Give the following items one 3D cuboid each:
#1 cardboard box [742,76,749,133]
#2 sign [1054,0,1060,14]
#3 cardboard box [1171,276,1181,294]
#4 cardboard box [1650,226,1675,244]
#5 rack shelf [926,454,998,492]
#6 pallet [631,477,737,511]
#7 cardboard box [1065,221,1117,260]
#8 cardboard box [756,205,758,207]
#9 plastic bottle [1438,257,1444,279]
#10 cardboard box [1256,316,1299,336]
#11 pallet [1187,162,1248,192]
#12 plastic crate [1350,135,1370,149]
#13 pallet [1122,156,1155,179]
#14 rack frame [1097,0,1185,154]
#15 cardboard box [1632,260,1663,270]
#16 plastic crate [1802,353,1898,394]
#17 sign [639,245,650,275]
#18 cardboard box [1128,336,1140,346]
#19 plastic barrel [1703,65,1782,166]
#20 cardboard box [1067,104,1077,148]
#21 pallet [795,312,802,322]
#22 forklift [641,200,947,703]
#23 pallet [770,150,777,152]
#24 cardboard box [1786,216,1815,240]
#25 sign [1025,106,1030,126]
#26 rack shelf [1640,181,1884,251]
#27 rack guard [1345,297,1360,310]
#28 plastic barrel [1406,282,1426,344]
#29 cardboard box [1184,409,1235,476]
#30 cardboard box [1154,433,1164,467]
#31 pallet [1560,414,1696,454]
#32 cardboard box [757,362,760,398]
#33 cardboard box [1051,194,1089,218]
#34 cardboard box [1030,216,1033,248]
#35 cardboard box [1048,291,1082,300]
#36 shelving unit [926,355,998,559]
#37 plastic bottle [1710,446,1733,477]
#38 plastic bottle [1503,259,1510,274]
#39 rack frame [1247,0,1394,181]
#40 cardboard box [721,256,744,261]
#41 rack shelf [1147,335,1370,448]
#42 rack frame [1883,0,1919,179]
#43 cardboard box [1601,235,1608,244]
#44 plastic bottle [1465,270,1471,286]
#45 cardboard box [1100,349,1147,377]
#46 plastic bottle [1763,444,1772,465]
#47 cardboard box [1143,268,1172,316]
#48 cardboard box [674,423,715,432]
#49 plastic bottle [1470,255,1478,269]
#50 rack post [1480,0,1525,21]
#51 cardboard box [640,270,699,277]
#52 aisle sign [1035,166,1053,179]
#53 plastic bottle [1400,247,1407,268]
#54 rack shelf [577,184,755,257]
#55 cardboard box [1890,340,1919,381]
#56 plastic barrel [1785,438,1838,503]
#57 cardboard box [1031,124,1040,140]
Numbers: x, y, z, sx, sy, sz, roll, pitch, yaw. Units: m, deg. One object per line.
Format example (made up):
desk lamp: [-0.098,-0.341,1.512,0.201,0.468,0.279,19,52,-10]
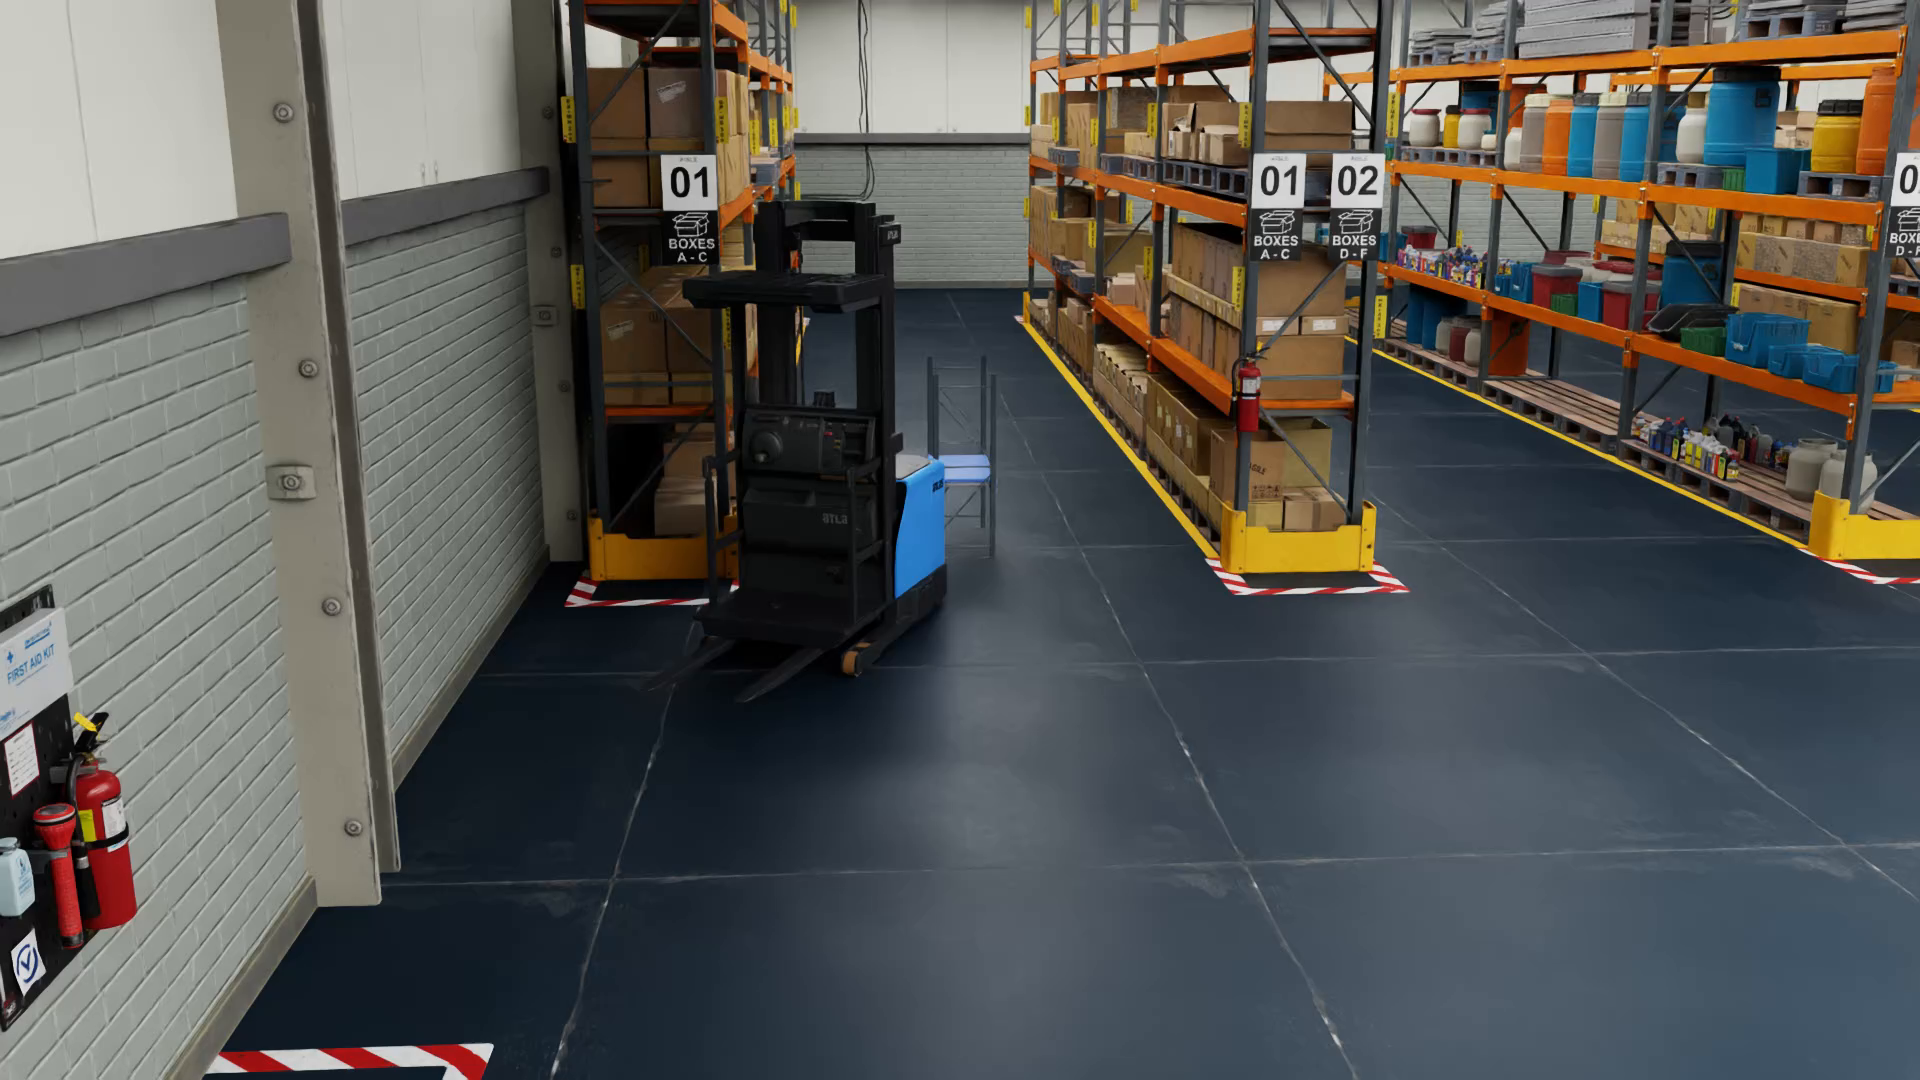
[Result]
cardboard box: [-2.179,-3.902,14.907,0.500,0.500,0.500,0,14,0]
sign: [1.380,-7.624,23.565,0.100,0.325,0.005,-1,14,-3]
cardboard box: [2.257,-2.472,16.114,0.380,0.149,0.250,-1,14,-3]
cardboard box: [11.426,-4.943,26.920,0.500,0.250,0.500,-1,14,-5]
rack shelf: [0.005,-0.531,13.802,0.538,0.185,1.000,-1,14,-3]
pallet: [-2.370,-0.344,14.938,1.003,0.211,1.213,-1,14,-3]
cardboard box: [1.835,-4.192,23.257,0.700,0.500,0.500,1,14,5]
cardboard box: [-2.737,-4.607,23.571,0.500,0.250,0.500,-1,14,-2]
plastic bottle: [6.573,-3.713,22.673,0.061,0.283,0.133,-1,14,-3]
cardboard box: [2.452,-1.702,13.119,0.380,0.149,0.250,-1,14,-4]
pallet: [2.569,-3.138,14.359,1.003,0.211,1.213,-1,14,-3]
plastic crate: [6.439,-6.341,26.754,0.504,0.338,0.767,-1,14,-3]
pallet: [2.374,-4.153,18.506,1.003,0.211,1.213,0,14,-1]
rack frame: [2.170,-6.142,19.840,1.000,3.000,0.127,-1,14,-3]
cardboard box: [11.738,-4.169,27.630,0.875,0.875,0.875,-1,14,-3]
plastic crate: [7.280,-1.371,13.633,0.499,0.251,0.616,-1,14,-3]
sign: [-3.079,-2.716,16.239,0.100,0.325,0.005,-1,14,-3]
cardboard box: [2.427,-2.357,21.301,0.500,0.500,0.500,0,14,-1]
plastic barrel: [7.317,-3.967,15.558,0.600,0.901,0.708,-1,14,-3]
cardboard box: [1.880,-5.858,23.511,0.600,0.600,0.600,-2,15,-9]
pallet: [-3.142,-3.601,27.599,1.003,0.211,1.213,-1,14,-3]
forklift: [-1.060,-0.658,10.703,1.130,2.935,3.031,5,15,19]
pallet: [-2.939,-4.958,21.636,1.003,0.211,1.213,0,14,-1]
cardboard box: [11.943,-4.434,23.026,0.797,0.503,0.637,0,14,-2]
sign: [1.133,-7.094,27.805,0.100,0.325,0.005,-1,14,-3]
rack shelf: [7.486,-2.925,14.797,1.077,0.370,4.000,-1,14,-3]
rack guard: [6.604,-4.097,28.948,1.175,0.500,0.348,-1,14,-3]
plastic barrel: [6.883,-3.359,24.430,0.600,0.901,0.708,-1,14,-3]
cardboard box: [2.259,-0.860,14.518,0.500,0.500,0.500,-1,14,-3]
cardboard box: [2.170,-0.869,16.061,0.500,0.250,0.500,-1,14,-3]
pallet: [7.275,-1.162,18.119,1.003,0.211,1.213,-1,14,-3]
cardboard box: [-2.677,-1.984,19.850,0.700,0.500,0.500,-1,14,-3]
cardboard box: [1.633,-4.886,24.790,0.500,0.500,0.500,-1,14,-3]
cardboard box: [1.439,-5.161,27.863,0.500,0.500,0.500,-1,14,-2]
cardboard box: [1.801,-3.703,26.526,0.797,0.503,0.637,-1,14,-3]
shelving unit: [0.005,-0.705,13.757,0.538,1.500,1.048,-1,14,-3]
plastic bottle: [7.070,-0.730,15.427,0.152,0.276,0.135,-1,14,-3]
plastic bottle: [7.384,-3.657,22.453,0.061,0.283,0.133,-1,14,-3]
rack frame: [2.666,-4.153,12.107,1.000,3.000,0.127,-1,14,-3]
cardboard box: [-2.551,-2.692,17.387,0.700,0.500,0.500,1,14,2]
rack shelf: [2.542,-1.396,14.877,1.077,0.370,4.000,-1,14,-3]
rack frame: [7.610,-4.228,12.401,1.000,3.000,0.127,-1,14,-3]
cardboard box: [11.255,-5.164,28.579,0.380,0.149,0.250,-1,14,-3]
plastic bottle: [6.654,-3.421,21.701,0.097,0.201,0.097,0,14,0]
cardboard box: [1.951,-2.115,19.777,0.500,0.311,0.500,-1,14,-5]
plastic bottle: [7.762,-0.822,15.936,0.097,0.201,0.097,0,14,0]
cardboard box: [2.323,-2.737,18.445,0.500,0.500,0.500,-1,14,-3]
cardboard box: [-2.422,-0.910,15.676,0.500,0.500,0.500,-2,15,-8]
plastic bottle: [7.167,-3.838,23.181,0.097,0.271,0.097,0,14,0]
rack post: [6.968,-6.660,20.816,0.624,0.289,0.986,-1,14,-3]
cardboard box: [-2.677,-2.216,15.376,0.500,0.500,0.500,-1,14,-4]
aisle sign: [1.377,-6.498,28.045,0.394,0.787,0.004,-1,14,-3]
plastic bottle: [6.472,-4.120,24.253,0.061,0.283,0.133,-1,14,-3]
rack shelf: [-2.402,-2.772,14.203,1.077,0.370,4.000,-1,14,-3]
cardboard box: [12.119,-2.225,20.788,0.700,0.500,0.500,-2,15,-6]
plastic barrel: [7.462,-0.609,14.522,0.421,0.512,0.421,0,14,0]
cardboard box: [1.447,-6.717,27.391,0.500,0.250,0.500,-1,14,-3]
